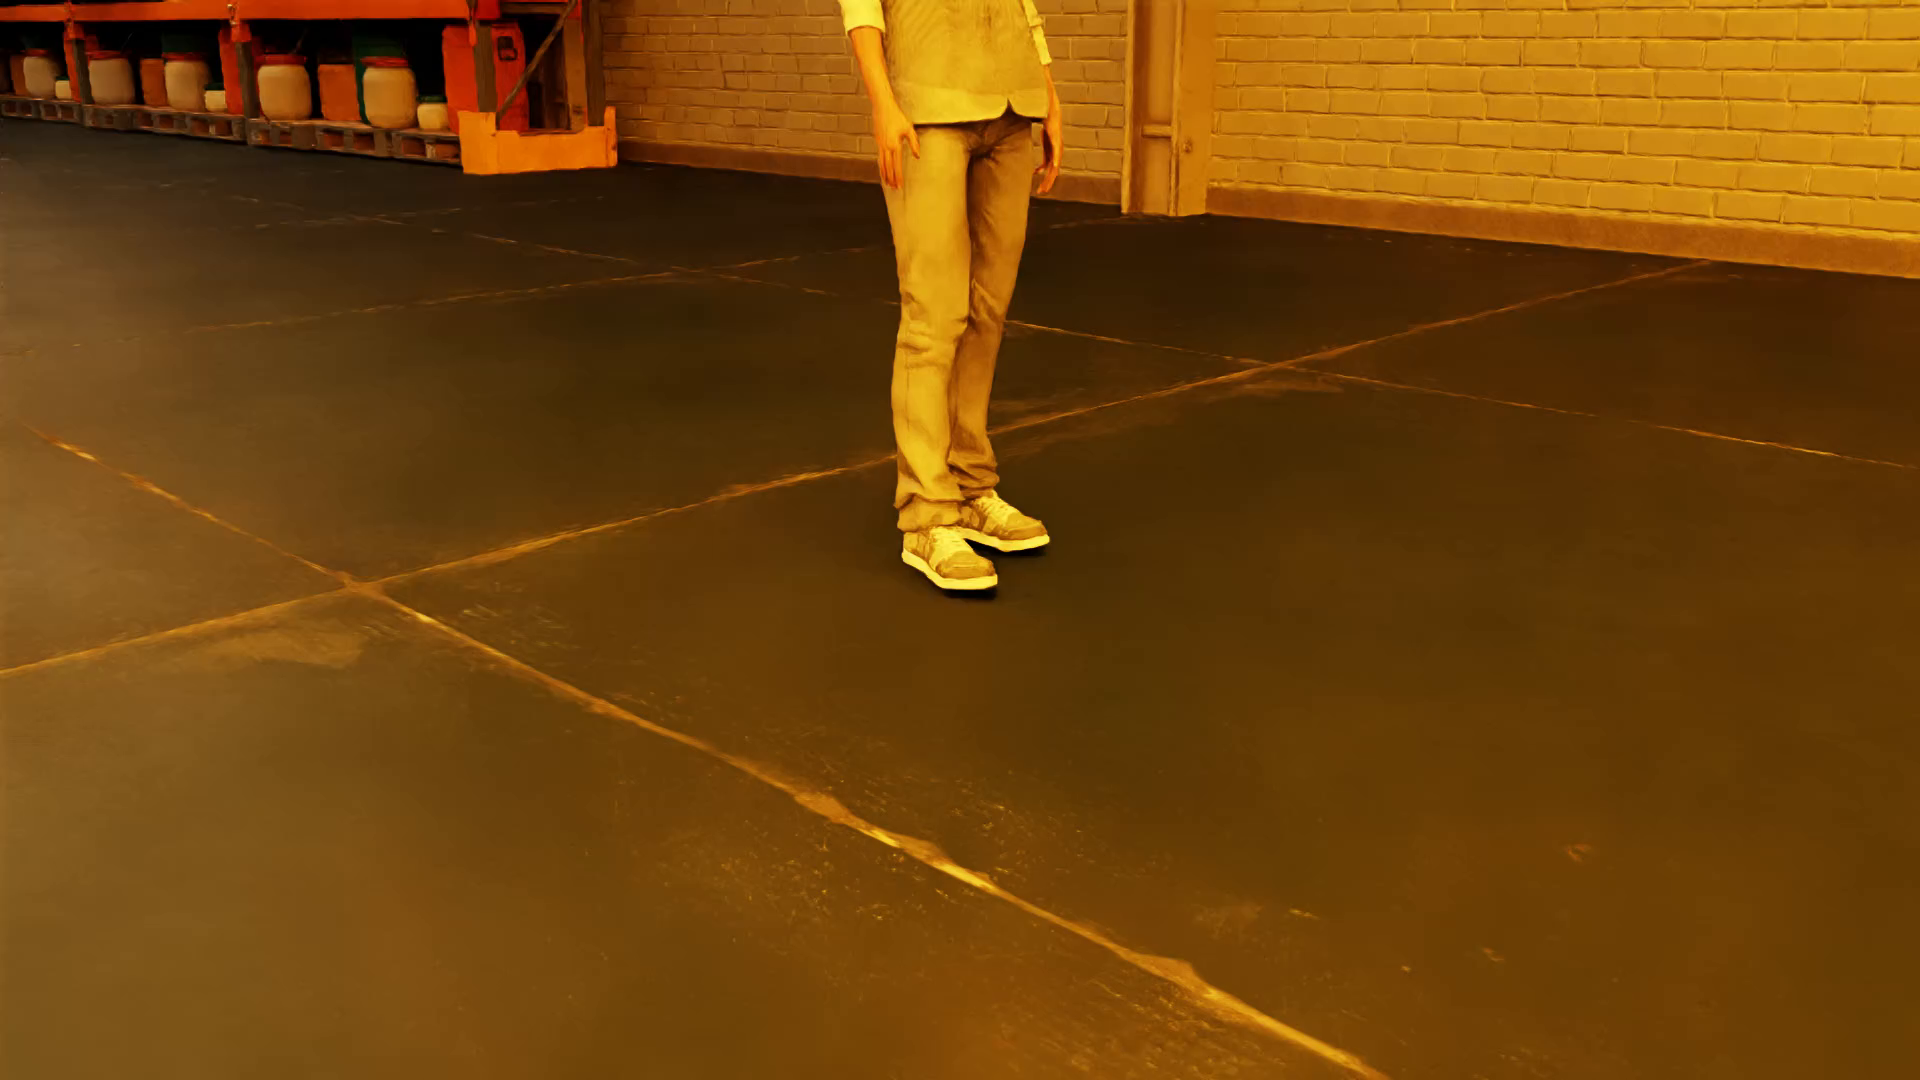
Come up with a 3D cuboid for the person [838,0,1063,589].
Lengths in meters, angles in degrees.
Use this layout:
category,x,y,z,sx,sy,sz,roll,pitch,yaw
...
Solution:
category,x,y,z,sx,sy,sz,roll,pitch,yaw
person,0.043,-0.751,3.098,0.474,1.597,0.521,16,23,42
